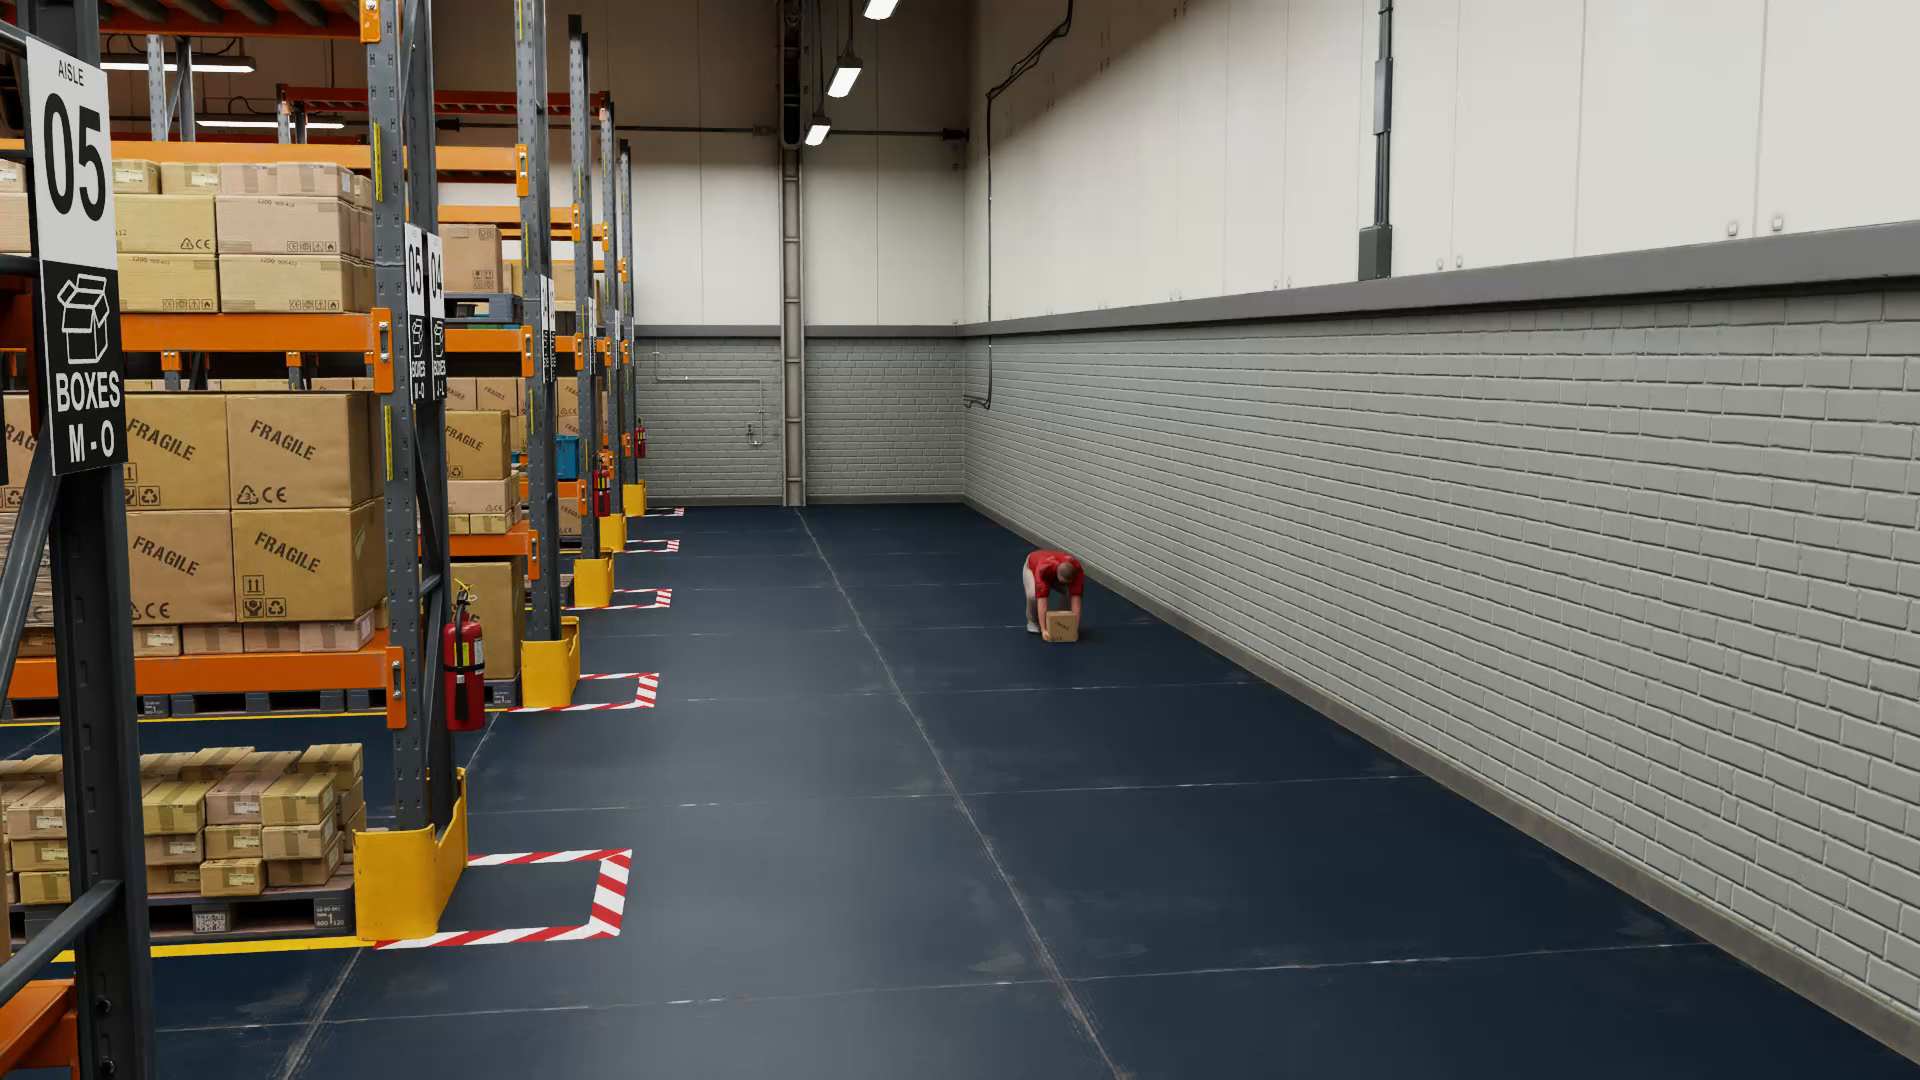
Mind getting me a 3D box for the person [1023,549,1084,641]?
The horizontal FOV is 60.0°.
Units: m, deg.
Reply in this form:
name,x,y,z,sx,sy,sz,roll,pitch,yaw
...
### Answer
name,x,y,z,sx,sy,sz,roll,pitch,yaw
person,0.884,0.501,15.610,0.536,0.814,0.954,-1,7,-10
